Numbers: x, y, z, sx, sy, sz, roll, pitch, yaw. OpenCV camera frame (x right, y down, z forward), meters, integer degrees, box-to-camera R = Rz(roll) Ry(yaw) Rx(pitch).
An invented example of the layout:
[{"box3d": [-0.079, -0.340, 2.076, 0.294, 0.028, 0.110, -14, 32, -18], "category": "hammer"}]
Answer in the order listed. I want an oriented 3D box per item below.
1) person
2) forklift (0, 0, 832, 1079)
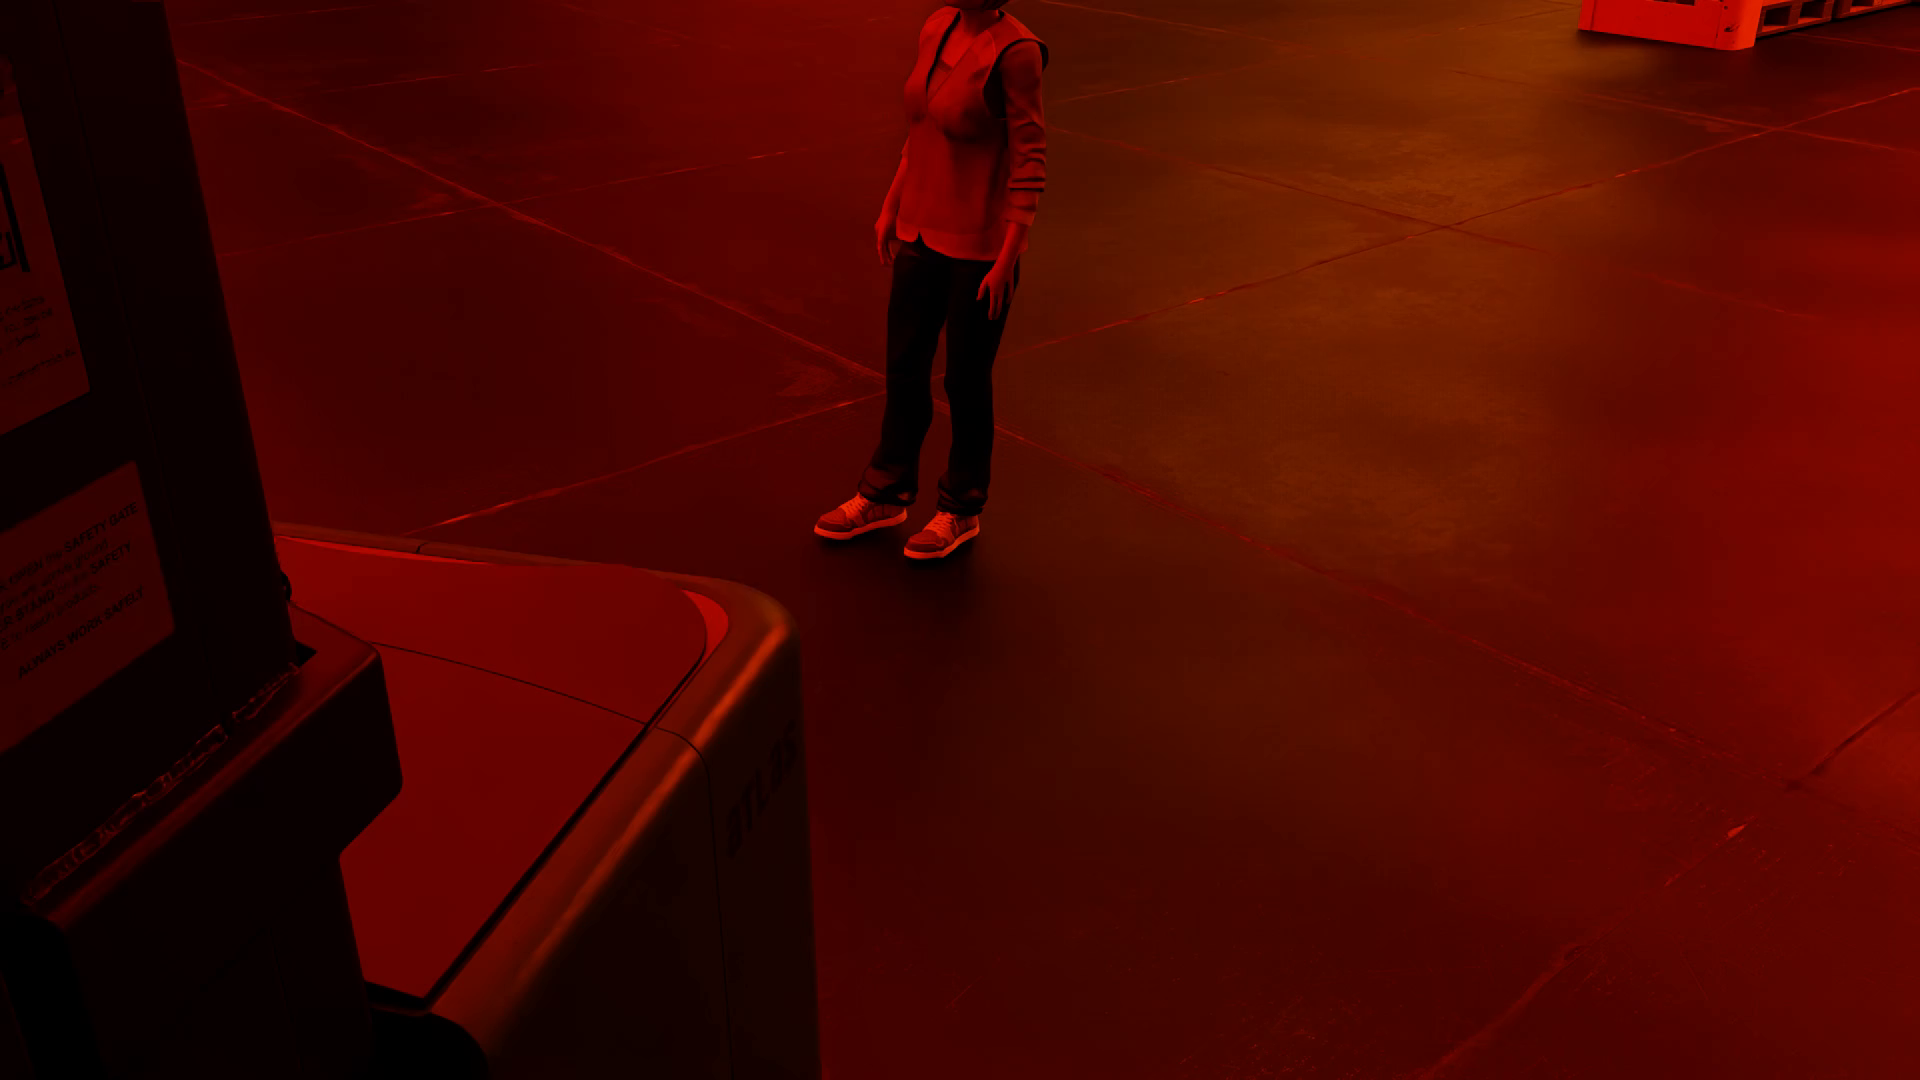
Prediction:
[{"box3d": [-0.065, -0.706, 4.110, 0.476, 1.596, 0.520, -20, 33, -35], "category": "person"}, {"box3d": [-1.051, 0.279, 0.641, 1.130, 2.935, 3.031, 7, 27, 14], "category": "forklift"}]
